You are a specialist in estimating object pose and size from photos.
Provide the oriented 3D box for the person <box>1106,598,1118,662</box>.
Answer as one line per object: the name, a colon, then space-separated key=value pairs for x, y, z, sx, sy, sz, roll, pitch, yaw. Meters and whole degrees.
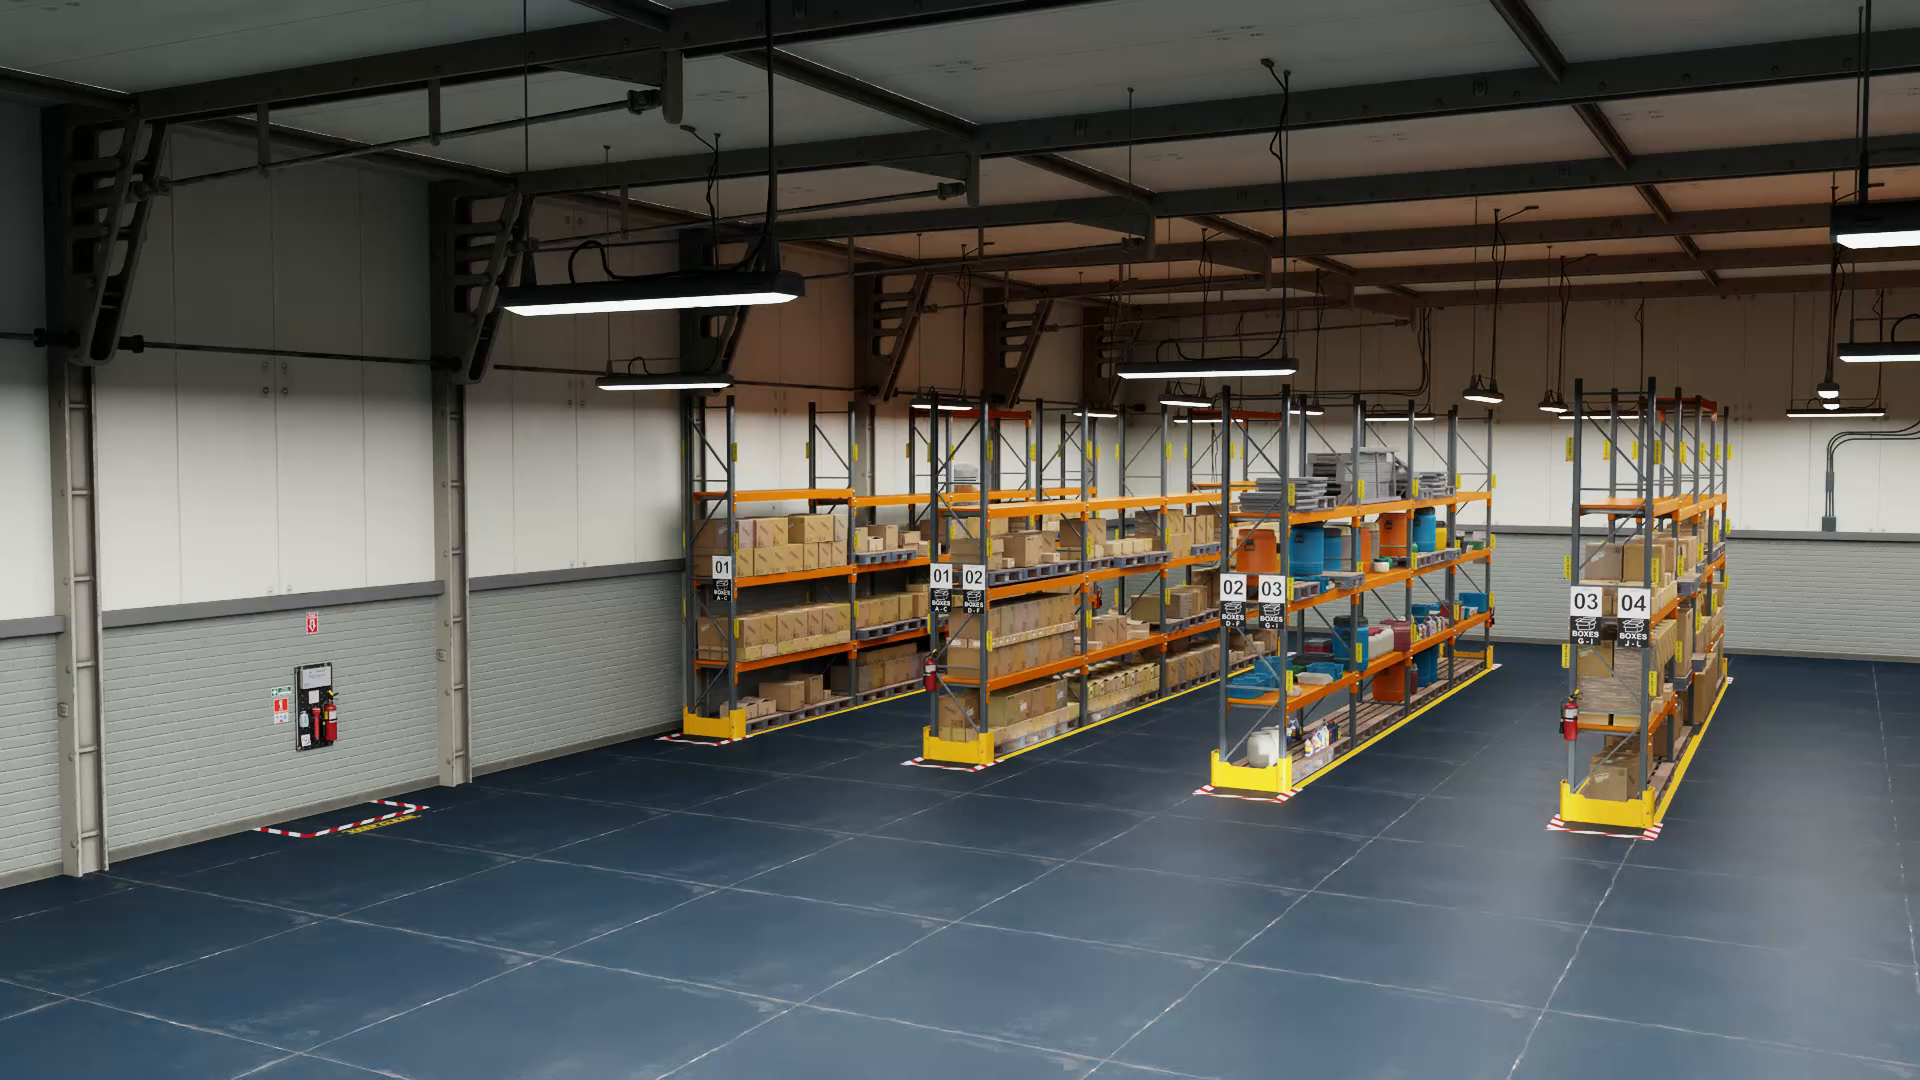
person: x=3.516 y=2.170 z=37.967 sx=0.541 sy=1.687 sz=0.688 roll=1 pitch=3 yaw=21
